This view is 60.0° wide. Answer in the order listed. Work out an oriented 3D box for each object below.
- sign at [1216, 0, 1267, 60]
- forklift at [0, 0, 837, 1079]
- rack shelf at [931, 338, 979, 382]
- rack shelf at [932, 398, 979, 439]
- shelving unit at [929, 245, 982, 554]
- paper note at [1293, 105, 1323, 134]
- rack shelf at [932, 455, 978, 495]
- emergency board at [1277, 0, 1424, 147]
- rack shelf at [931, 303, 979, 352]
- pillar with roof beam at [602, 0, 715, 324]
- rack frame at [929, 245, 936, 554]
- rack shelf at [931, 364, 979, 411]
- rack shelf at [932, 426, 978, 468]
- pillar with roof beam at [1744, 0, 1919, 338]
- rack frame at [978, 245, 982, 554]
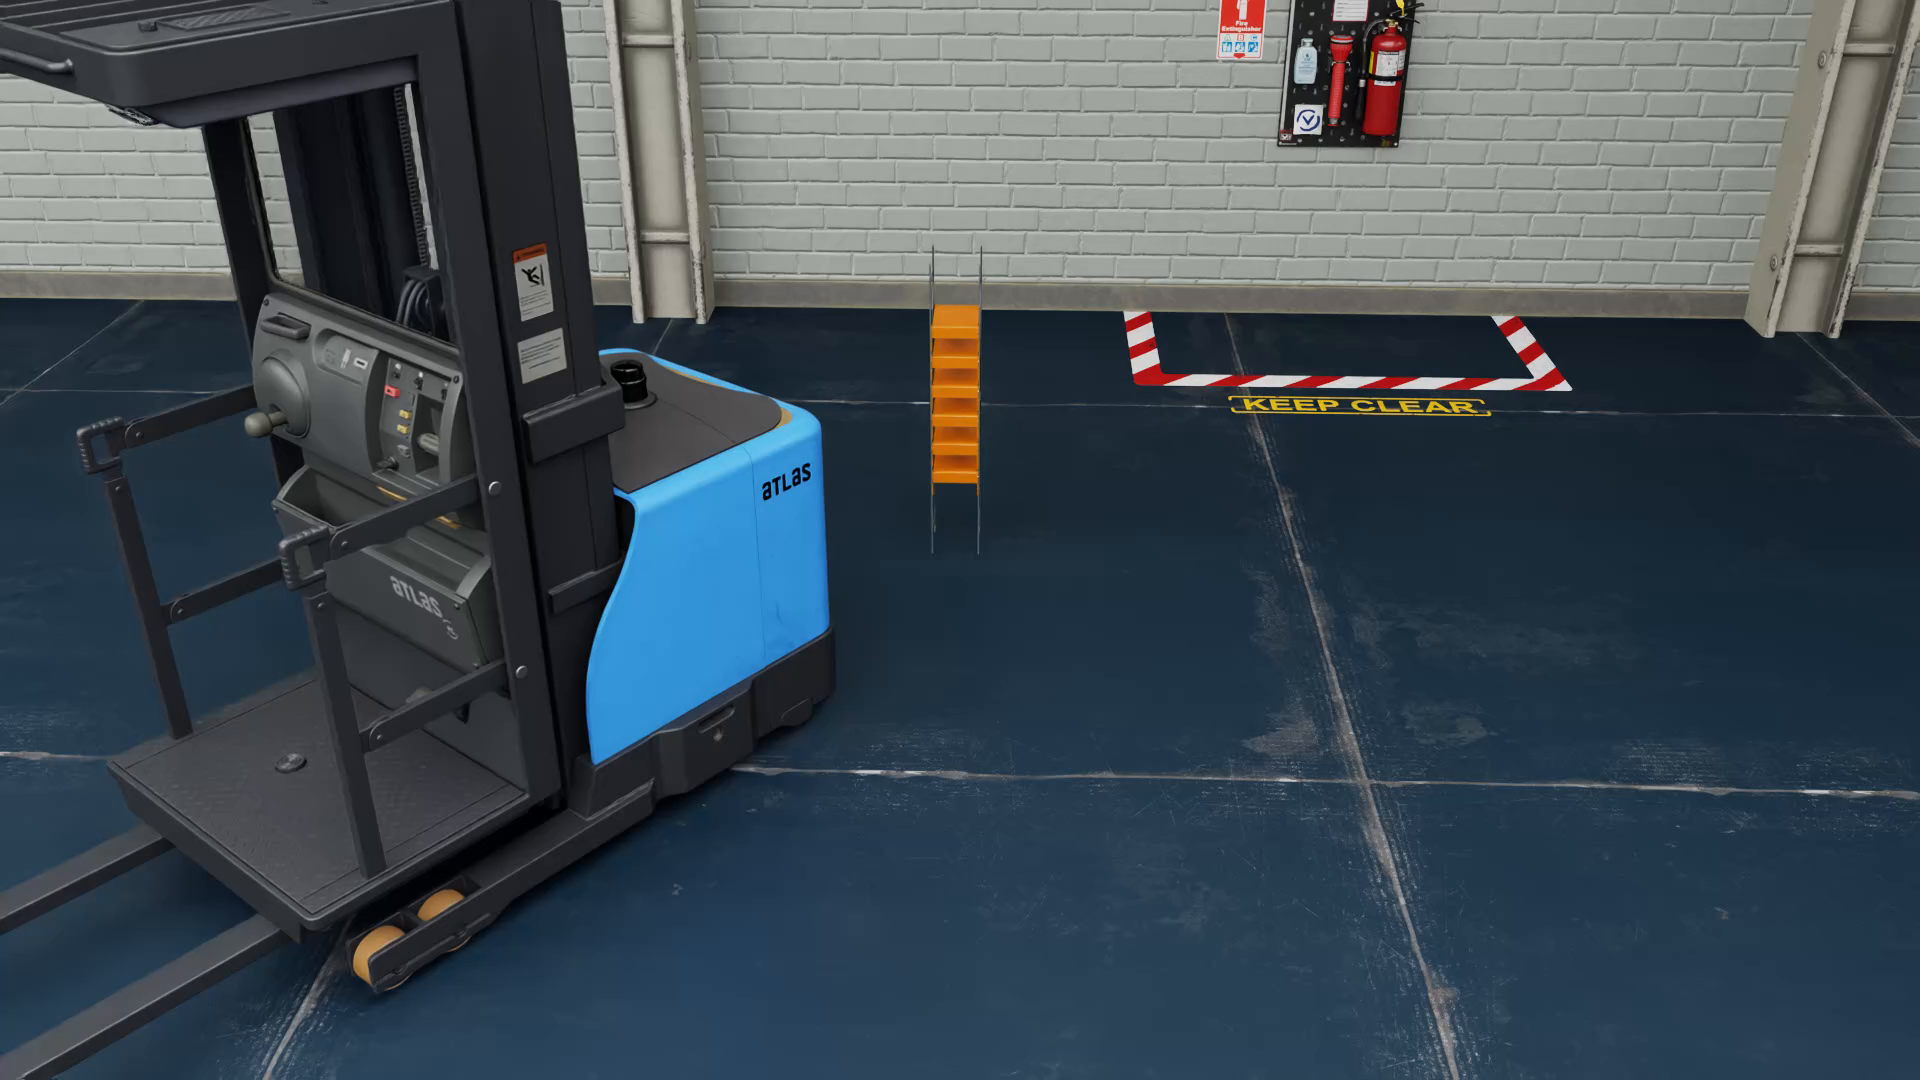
[{"bbox_3d":[1.423,-2.596,8.406,0.234,0.329,0.001,1,28,2],"label":"sign"},{"bbox_3d":[-1.745,-0.352,4.285,1.130,2.935,3.031,21,34,34],"label":"forklift"},{"bbox_3d":[-0.014,-0.703,6.378,0.180,0.103,0.258,1,28,2],"label":"rack shelf"},{"bbox_3d":[-0.014,-0.491,6.490,0.180,0.103,0.258,1,28,2],"label":"rack shelf"},{"bbox_3d":[-0.014,-0.530,6.469,0.189,1.200,0.258,1,28,2],"label":"shelving unit"},{"bbox_3d":[1.797,-2.169,8.579,0.142,0.148,0.016,1,28,2],"label":"paper note"},{"bbox_3d":[-0.014,-0.279,6.603,0.180,0.103,0.258,1,28,2],"label":"rack shelf"},{"bbox_3d":[1.972,-2.523,8.306,0.643,1.169,0.194,1,28,2],"label":"emergency board"},{"bbox_3d":[-0.014,-0.809,6.322,0.180,0.103,0.258,1,28,2],"label":"rack shelf"},{"bbox_3d":[-1.708,-3.199,3.176,0.400,9.000,9.100,1,28,2],"label":"pillar with roof beam"},{"bbox_3d":[-0.106,-0.532,6.472,0.006,1.200,0.240,1,28,2],"label":"rack frame"},{"bbox_3d":[-0.014,-0.597,6.434,0.180,0.103,0.258,1,28,2],"label":"rack shelf"},{"bbox_3d":[-0.014,-0.385,6.546,0.180,0.103,0.258,1,28,2],"label":"rack shelf"},{"bbox_3d":[4.288,-3.099,2.989,0.400,9.000,9.100,1,28,2],"label":"pillar with roof beam"},{"bbox_3d":[0.077,-0.529,6.467,0.006,1.200,0.240,1,28,2],"label":"rack frame"}]
